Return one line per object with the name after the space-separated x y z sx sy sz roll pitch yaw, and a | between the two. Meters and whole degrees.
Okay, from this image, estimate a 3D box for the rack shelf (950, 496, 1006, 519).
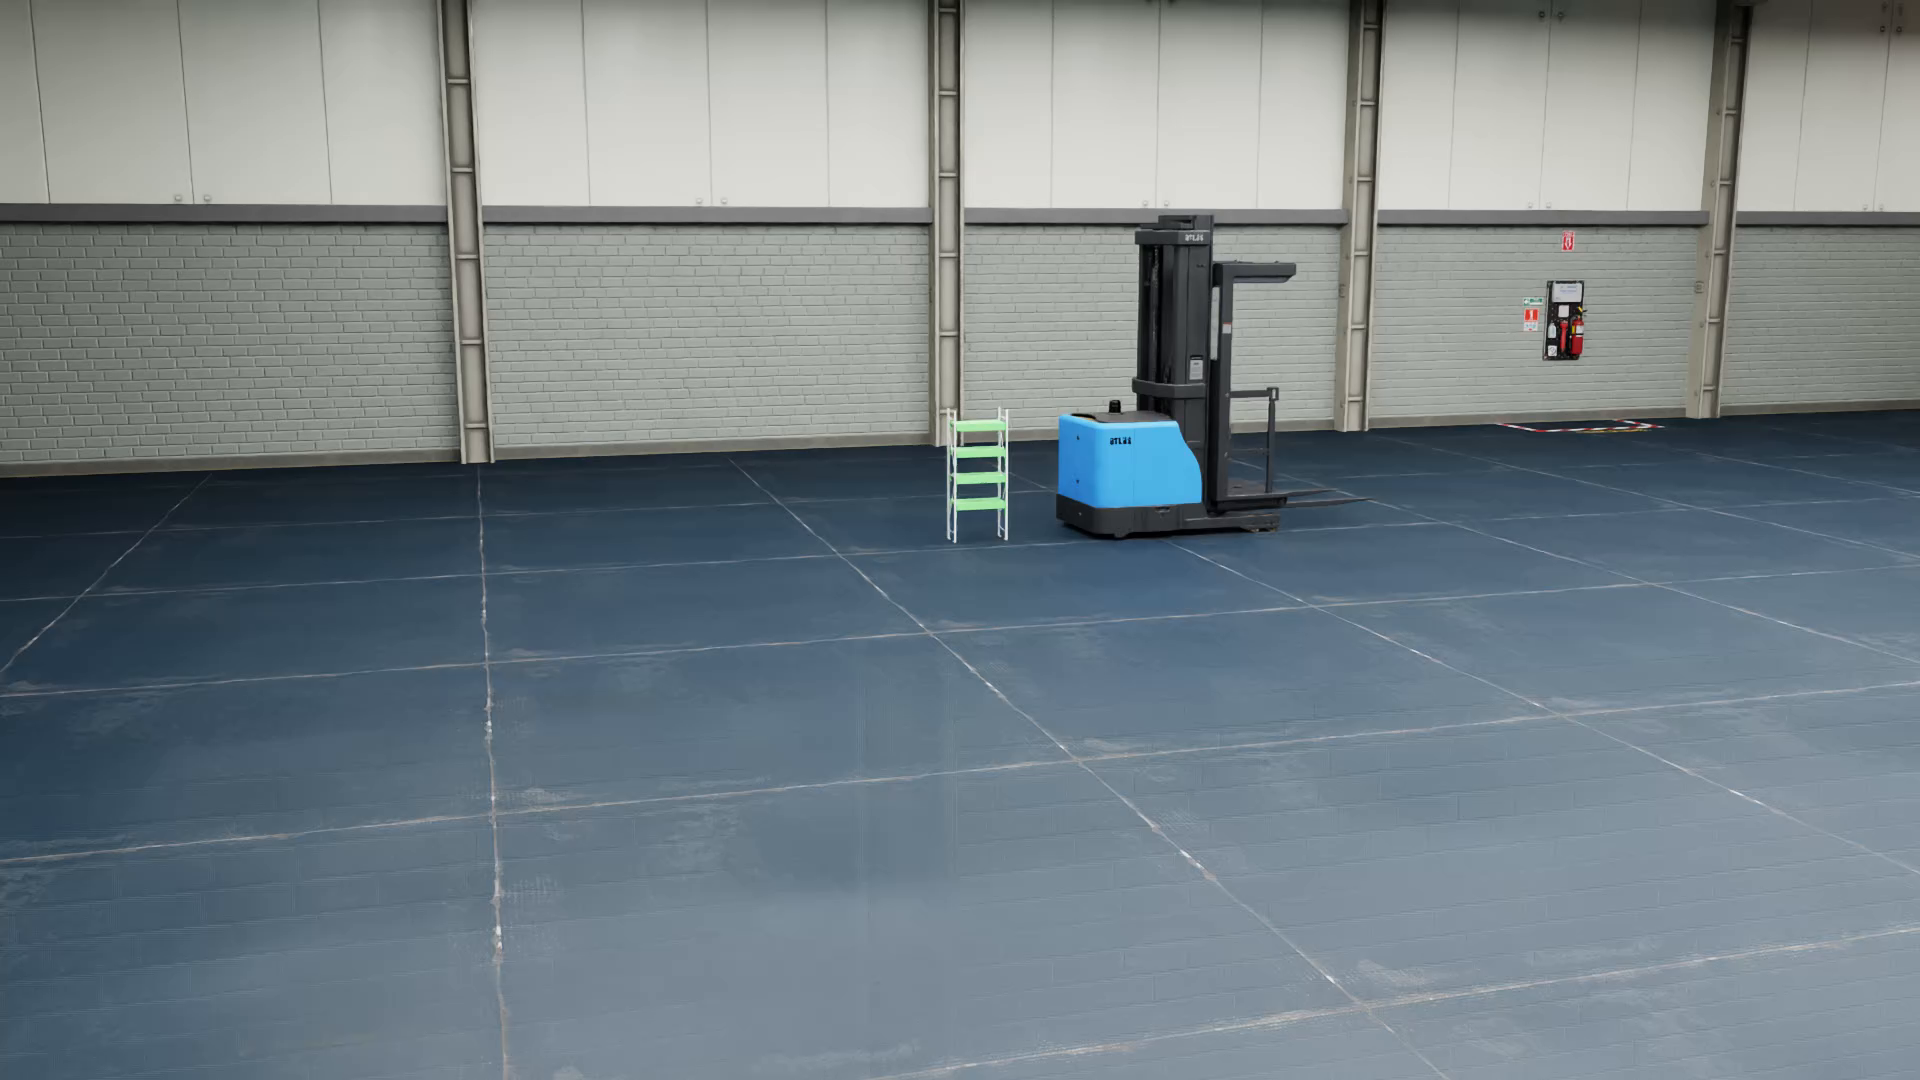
0.159 -0.300 15.242 0.480 0.148 0.258 -3 11 -16 | rack shelf

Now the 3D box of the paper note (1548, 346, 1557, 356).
8.773 -2.801 24.615 0.142 0.148 0.016 -3 11 -16 | paper note

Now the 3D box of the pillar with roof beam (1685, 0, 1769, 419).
12.548 -5.552 20.553 0.548 9.000 9.100 -3 11 -16 | pillar with roof beam

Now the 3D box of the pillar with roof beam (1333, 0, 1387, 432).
6.788 -5.248 18.904 0.400 9.000 9.100 -3 11 -16 | pillar with roof beam

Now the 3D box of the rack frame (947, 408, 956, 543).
-0.075 -0.586 15.120 0.015 1.200 0.240 -3 11 -16 | rack frame

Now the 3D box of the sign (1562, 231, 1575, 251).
8.926 -4.388 24.400 0.199 0.298 0.001 -3 11 -16 | sign

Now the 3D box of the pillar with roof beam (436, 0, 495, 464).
-4.734 -4.641 15.605 0.400 9.000 9.100 -3 11 -16 | pillar with roof beam

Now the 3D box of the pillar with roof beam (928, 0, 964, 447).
1.027 -4.945 17.255 0.400 9.000 9.100 -3 11 -16 | pillar with roof beam

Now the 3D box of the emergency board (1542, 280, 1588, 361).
8.962 -3.231 24.518 0.643 1.169 0.194 -3 11 -16 | emergency board

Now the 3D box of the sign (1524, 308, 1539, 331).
8.402 -3.239 24.461 0.234 0.329 0.001 -3 11 -16 | sign

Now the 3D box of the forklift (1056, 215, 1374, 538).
2.502 -1.598 15.836 3.031 2.935 1.130 -4 11 -19 | forklift

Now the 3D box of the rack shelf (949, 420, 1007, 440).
0.159 -1.008 15.112 0.480 0.148 0.258 -3 11 -16 | rack shelf

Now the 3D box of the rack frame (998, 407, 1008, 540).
0.393 -0.611 15.254 0.015 1.200 0.240 -3 11 -16 | rack frame

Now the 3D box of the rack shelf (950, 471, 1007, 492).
0.159 -0.536 15.198 0.480 0.148 0.258 -3 11 -16 | rack shelf

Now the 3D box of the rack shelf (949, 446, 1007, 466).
0.159 -0.772 15.155 0.480 0.148 0.258 -3 11 -16 | rack shelf

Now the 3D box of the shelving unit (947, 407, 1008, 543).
0.159 -0.598 15.187 0.503 1.200 0.258 -3 11 -16 | shelving unit

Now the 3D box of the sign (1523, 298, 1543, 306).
8.409 -3.498 24.405 0.331 0.109 0.001 -3 11 -16 | sign
